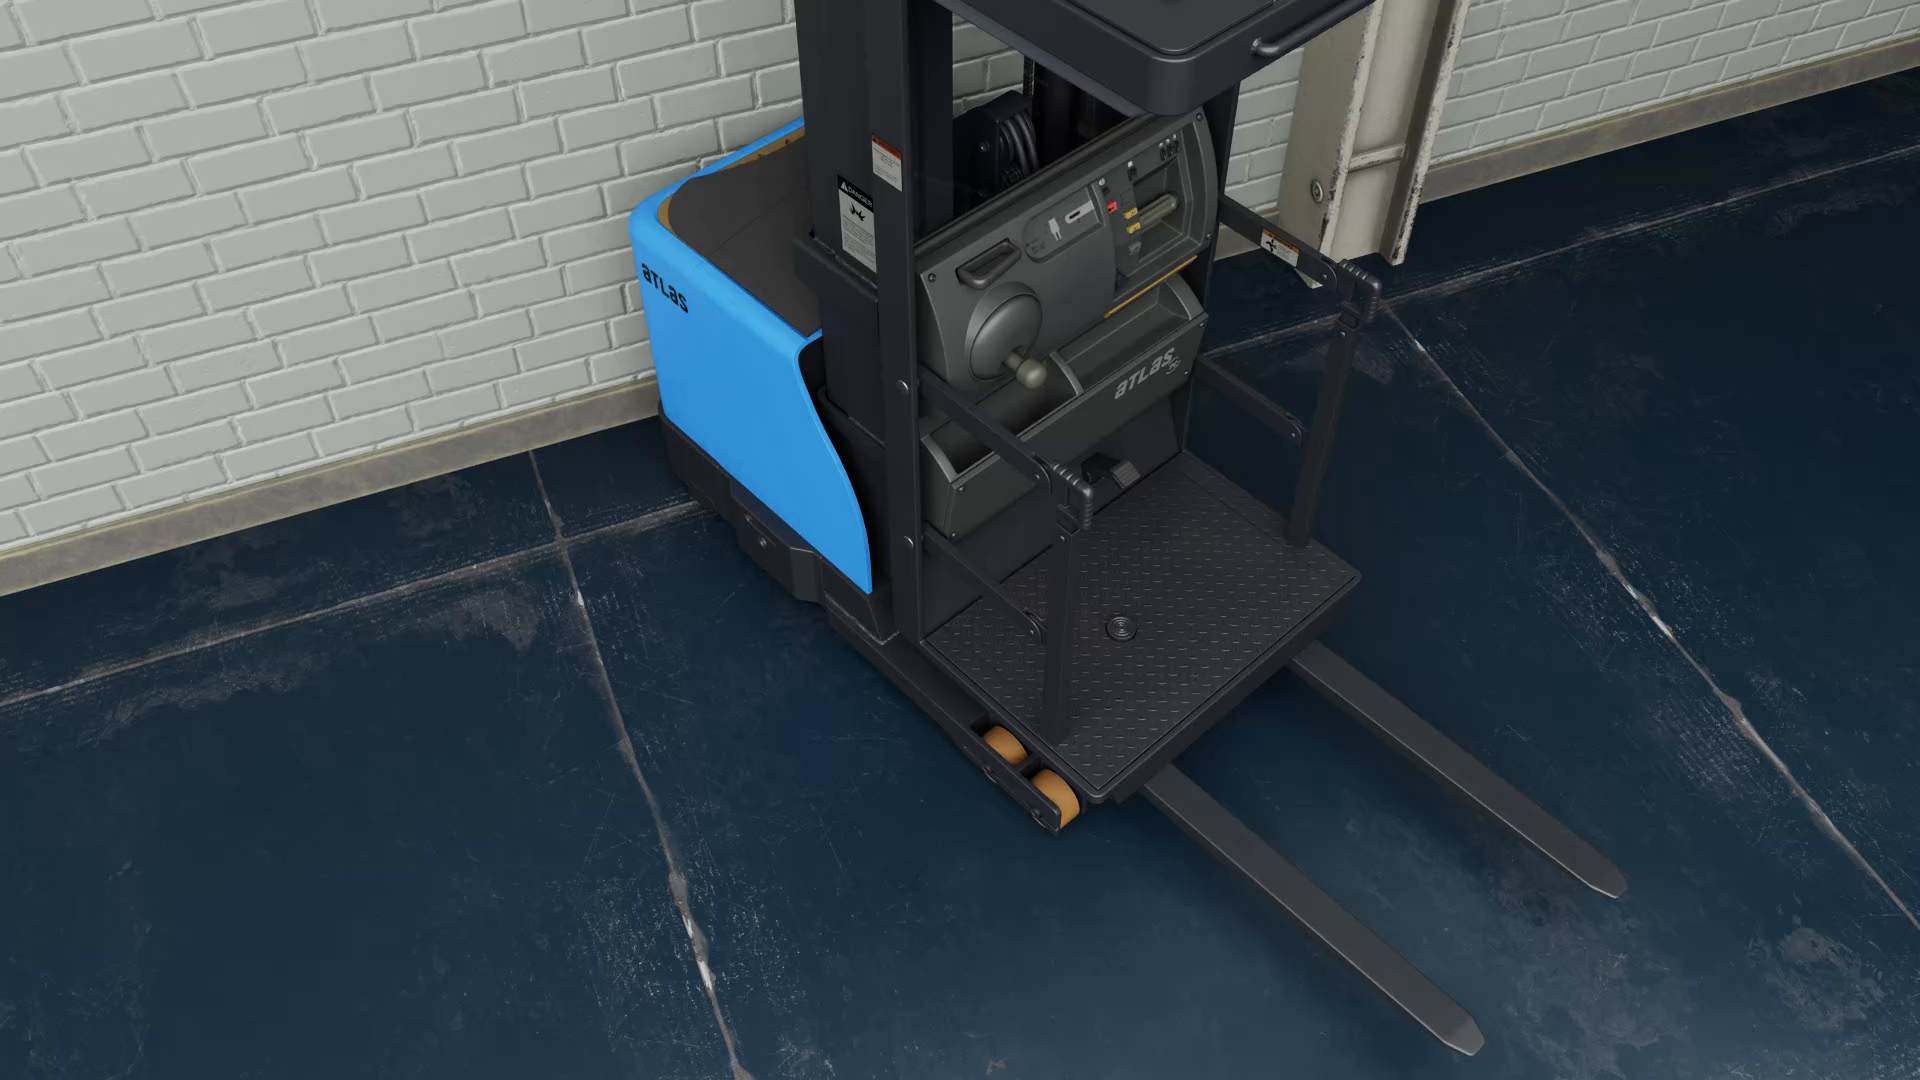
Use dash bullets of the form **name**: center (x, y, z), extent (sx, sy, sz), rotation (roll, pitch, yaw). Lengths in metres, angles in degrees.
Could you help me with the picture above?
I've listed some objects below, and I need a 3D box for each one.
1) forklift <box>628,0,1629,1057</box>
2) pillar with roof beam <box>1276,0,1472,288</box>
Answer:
- **forklift**: center (0.423, -0.608, 3.840), extent (1.130, 2.935, 3.031), rotation (-35, 58, -26)
- **pillar with roof beam**: center (3.027, -0.985, 0.164), extent (0.400, 9.000, 9.100), rotation (-17, 52, -14)
